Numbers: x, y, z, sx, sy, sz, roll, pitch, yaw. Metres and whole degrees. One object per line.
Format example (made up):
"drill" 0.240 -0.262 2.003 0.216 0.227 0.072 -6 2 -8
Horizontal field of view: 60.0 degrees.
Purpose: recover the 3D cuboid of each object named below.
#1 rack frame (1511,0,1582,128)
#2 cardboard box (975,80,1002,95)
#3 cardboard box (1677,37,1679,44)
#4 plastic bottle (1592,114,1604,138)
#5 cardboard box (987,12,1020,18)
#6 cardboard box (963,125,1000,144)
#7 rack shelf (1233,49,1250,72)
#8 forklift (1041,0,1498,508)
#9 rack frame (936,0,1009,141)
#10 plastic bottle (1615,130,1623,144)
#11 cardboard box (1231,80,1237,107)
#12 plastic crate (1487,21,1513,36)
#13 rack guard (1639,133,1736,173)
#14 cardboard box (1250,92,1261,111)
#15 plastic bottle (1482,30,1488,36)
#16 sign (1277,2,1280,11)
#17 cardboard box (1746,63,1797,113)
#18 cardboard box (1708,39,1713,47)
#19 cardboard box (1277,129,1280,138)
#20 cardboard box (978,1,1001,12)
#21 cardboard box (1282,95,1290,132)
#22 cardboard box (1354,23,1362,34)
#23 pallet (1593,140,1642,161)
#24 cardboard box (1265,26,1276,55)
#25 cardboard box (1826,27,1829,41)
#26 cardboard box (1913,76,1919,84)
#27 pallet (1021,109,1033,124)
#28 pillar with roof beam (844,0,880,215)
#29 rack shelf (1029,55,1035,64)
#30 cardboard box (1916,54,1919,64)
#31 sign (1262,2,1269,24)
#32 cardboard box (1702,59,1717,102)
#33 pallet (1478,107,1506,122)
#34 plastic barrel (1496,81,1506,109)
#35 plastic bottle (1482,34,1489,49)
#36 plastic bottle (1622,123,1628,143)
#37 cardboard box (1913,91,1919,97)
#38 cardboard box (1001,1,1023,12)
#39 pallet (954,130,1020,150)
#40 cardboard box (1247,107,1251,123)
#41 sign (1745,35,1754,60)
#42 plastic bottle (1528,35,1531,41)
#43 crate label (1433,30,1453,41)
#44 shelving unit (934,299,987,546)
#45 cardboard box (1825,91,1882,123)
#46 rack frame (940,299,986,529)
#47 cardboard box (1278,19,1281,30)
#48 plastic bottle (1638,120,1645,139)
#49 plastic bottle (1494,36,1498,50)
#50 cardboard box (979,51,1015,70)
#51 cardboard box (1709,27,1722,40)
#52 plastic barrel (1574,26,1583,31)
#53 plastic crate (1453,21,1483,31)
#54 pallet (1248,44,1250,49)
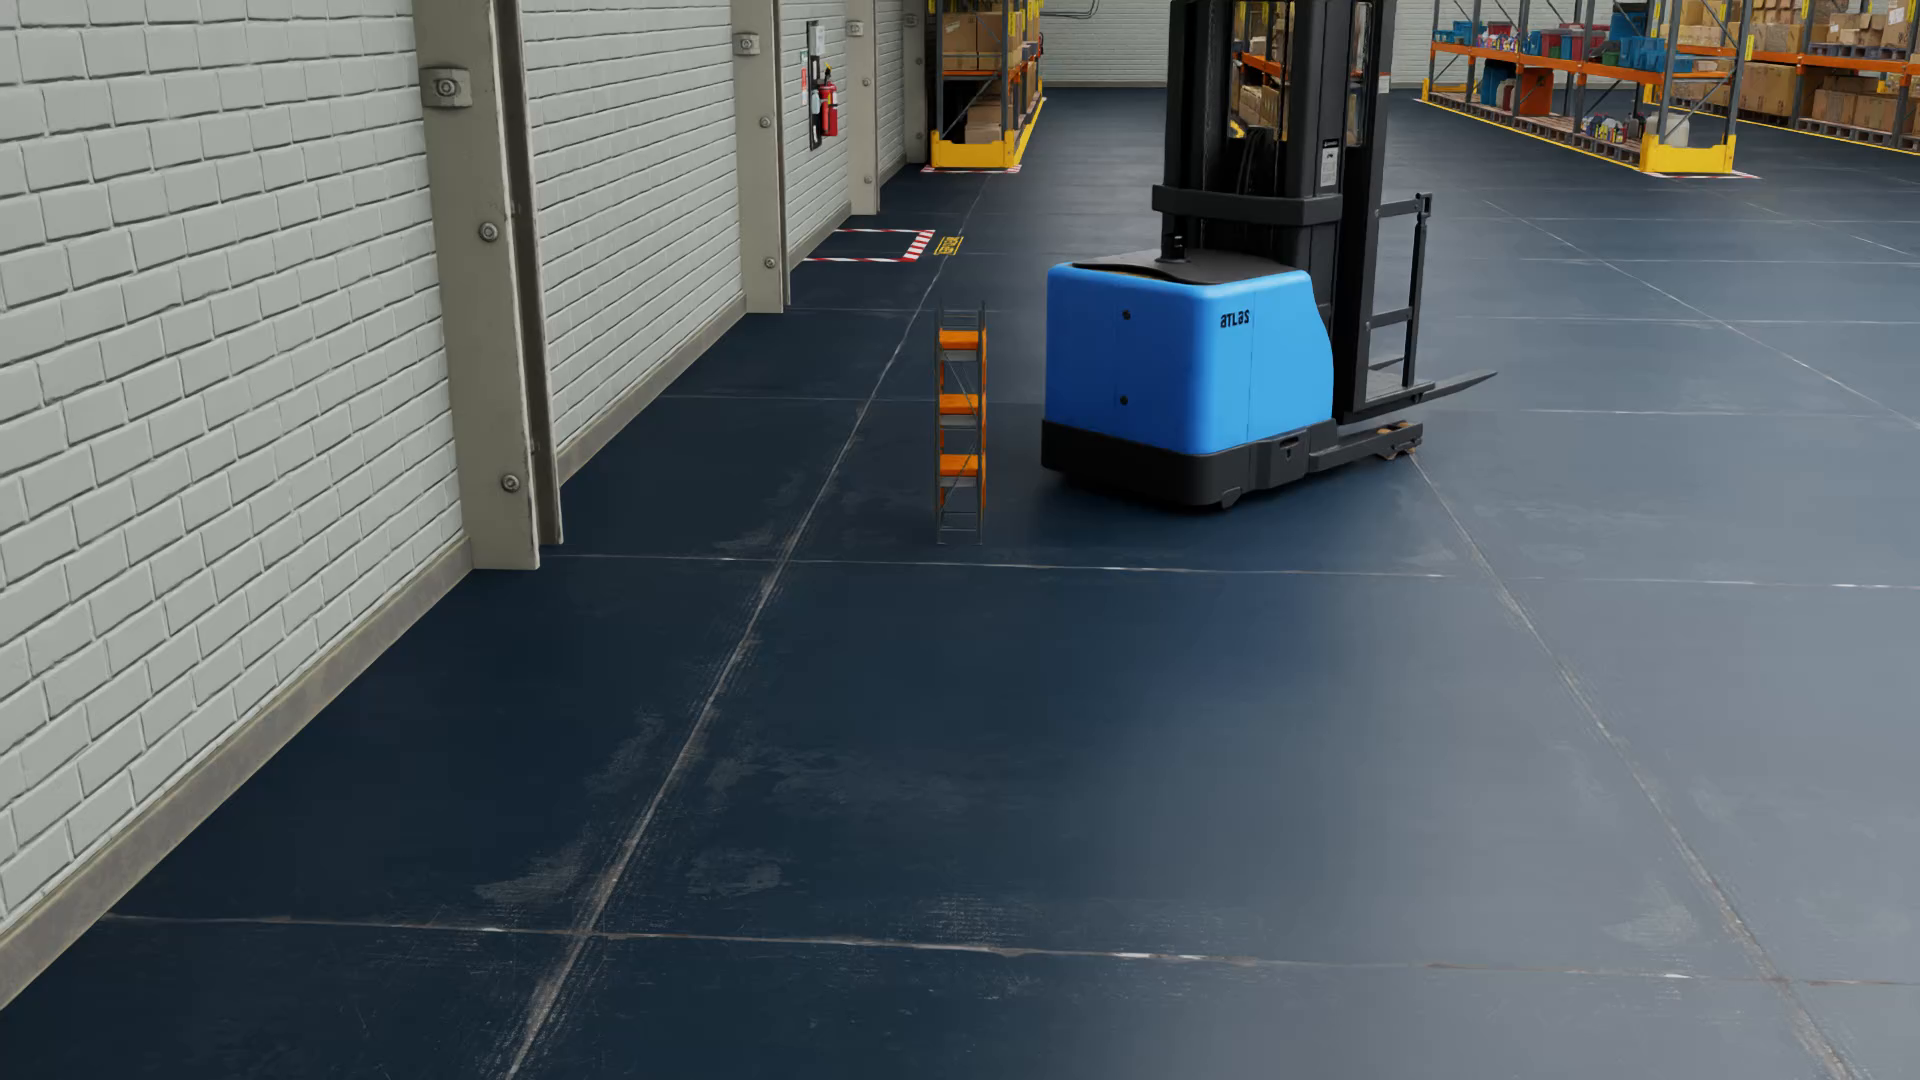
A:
"rack frame" 10.625 -8.981 30.015 1.000 3.000 0.127 1 18 4
"cardboard box" 0.521 -7.703 28.219 0.500 0.250 0.500 1 18 3
"cardboard box" 15.712 -10.814 36.011 0.380 0.149 0.250 1 18 3
"plastic bottle" 9.853 -6.389 25.652 0.144 0.351 0.185 1 18 2
"cardboard box" 0.654 -7.789 25.383 0.500 0.500 0.500 1 18 2
"cardboard box" 0.309 -5.862 24.107 0.500 0.311 0.500 -1 18 -2
"rack shelf" 5.828 -9.372 32.363 1.077 0.370 4.000 1 18 4
"forklift" 1.818 -1.912 8.551 3.031 2.935 1.130 -17 24 -41
"rack frame" 0.170 -6.718 23.107 1.000 3.000 0.127 1 18 4
"plastic bottle" 9.746 -5.956 24.570 0.097 0.201 0.097 0 18 0
"cardboard box" 5.586 -8.734 32.567 0.500 0.500 0.500 1 18 2
"plastic crate" 11.226 -10.554 34.616 0.402 0.464 0.583 1 18 4
"rack guard" 10.010 -5.333 22.897 1.175 0.500 0.348 1 18 4
"cardboard box" 5.210 -7.459 28.210 0.500 0.311 0.500 1 18 4
"plastic bottle" 10.560 -10.085 33.464 0.144 0.351 0.185 1 18 4
"sign" 6.525 -10.874 33.932 0.100 0.325 0.005 1 18 4
"cardboard box" 15.707 -8.551 31.440 1.225 0.875 0.875 1 18 4
"cardboard box" 15.565 -10.176 34.064 0.380 0.149 0.250 2 18 5
"cardboard box" 4.879 -5.830 24.139 0.500 0.250 0.500 1 18 4
"cardboard box" 0.517 -9.904 30.955 0.500 0.250 0.500 2 18 5
"cardboard box" 4.853 -6.031 23.548 0.500 0.500 0.500 1 18 4
"cardboard box" 5.354 -7.081 23.014 0.380 0.149 0.250 1 18 4
"pallet" 10.163 -5.826 24.864 1.003 0.211 1.213 1 18 4
"cardboard box" 5.580 -8.619 28.749 0.500 0.500 0.500 0 18 1
"cardboard box" 15.871 -9.063 30.104 0.500 0.500 0.500 2 18 6
"cardboard box" 20.692 -9.857 35.636 0.380 0.149 0.250 2 18 6
"pallet" 0.875 -8.120 31.866 1.003 0.211 1.213 1 18 4
"pillar with roof beam" 3.221 -7.846 16.915 9.100 9.000 0.400 1 18 4
"rack shelf" 0.887 -9.482 32.697 1.077 0.370 4.000 1 18 4
"cardboard box" 14.932 -7.371 25.506 0.380 0.149 0.250 1 18 4
"sign" 4.856 -8.372 26.424 0.100 0.325 0.005 1 18 4
"cardboard box" 15.979 -9.506 34.354 0.875 0.875 0.875 1 18 4
"pallet" 10.730 -8.280 32.352 1.003 0.211 1.213 1 18 4
"plastic barrel" 10.675 -8.679 32.413 0.421 0.512 0.421 0 18 0
"plastic bottle" 10.472 -9.916 33.066 0.152 0.276 0.135 1 18 4
"plastic bottle" 9.897 -6.070 24.787 0.061 0.283 0.133 1 18 4
"cardboard box" 20.618 -9.508 35.527 0.380 0.149 0.250 0 18 1
"cardboard box" 1.035 -9.901 30.948 0.500 0.250 0.500 2 18 5
"pallet" 0.444 -6.425 26.694 1.003 0.211 1.213 1 18 4
"cardboard box" 5.250 -7.353 28.786 0.500 0.250 0.500 2 18 5
"sign" 10.600 -6.614 22.347 0.100 0.325 0.005 1 18 4
"plastic bottle" 10.932 -9.527 31.759 0.144 0.351 0.185 1 18 4
"crate label" 10.852 -11.345 37.403 0.416 0.233 0.303 1 18 4
"shelving unit" 0.004 -0.516 7.310 0.215 1.050 0.252 1 18 4
"cardboard box" 15.510 -7.511 28.835 0.700 0.500 0.500 0 18 -1
"rack frame" 0.013 -0.553 7.426 0.200 1.050 0.008 1 18 4
"cardboard box" 5.167 -8.049 25.968 0.380 0.149 0.250 2 18 5
"plastic bottle" 10.438 -6.285 25.442 0.061 0.283 0.133 1 18 4
"plastic bottle" 10.373 -9.602 32.116 0.097 0.271 0.097 0 18 0
"cardboard box" 0.521 -6.800 23.568 0.500 0.250 0.500 1 18 2
"cardboard box" 15.622 -10.326 33.882 0.500 0.250 0.500 1 18 3
"plastic barrel" 10.734 -8.579 28.608 0.421 0.512 0.421 0 18 0
"plastic crate" 11.361 -11.403 37.253 0.616 0.435 0.499 1 18 4
"pallet" 5.805 -9.998 33.427 1.003 0.211 1.213 1 18 4
